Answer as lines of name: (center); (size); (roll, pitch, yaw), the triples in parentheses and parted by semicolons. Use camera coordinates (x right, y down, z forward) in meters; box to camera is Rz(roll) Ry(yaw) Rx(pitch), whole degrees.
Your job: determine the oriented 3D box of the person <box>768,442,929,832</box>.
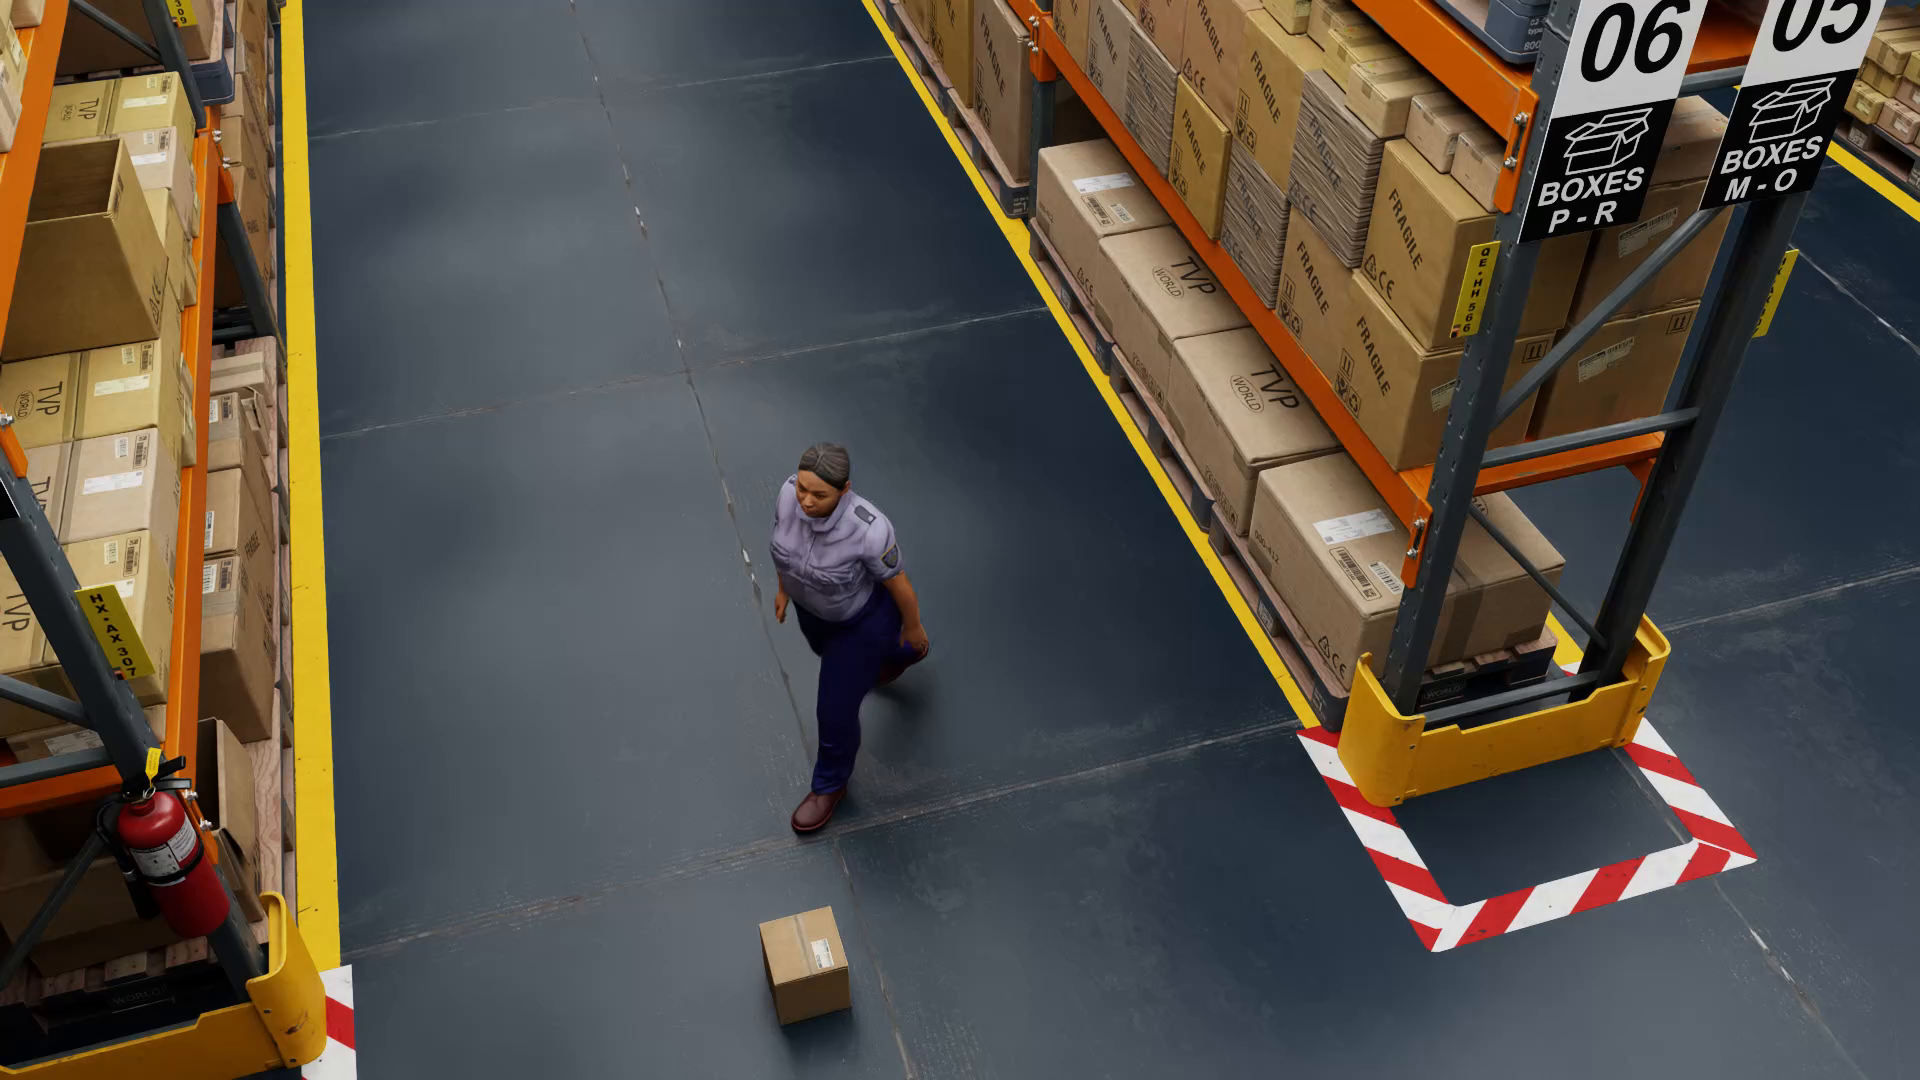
person: (-0.377, 0.220, 5.933); (0.536, 1.606, 0.921); (31, 51, 30)
